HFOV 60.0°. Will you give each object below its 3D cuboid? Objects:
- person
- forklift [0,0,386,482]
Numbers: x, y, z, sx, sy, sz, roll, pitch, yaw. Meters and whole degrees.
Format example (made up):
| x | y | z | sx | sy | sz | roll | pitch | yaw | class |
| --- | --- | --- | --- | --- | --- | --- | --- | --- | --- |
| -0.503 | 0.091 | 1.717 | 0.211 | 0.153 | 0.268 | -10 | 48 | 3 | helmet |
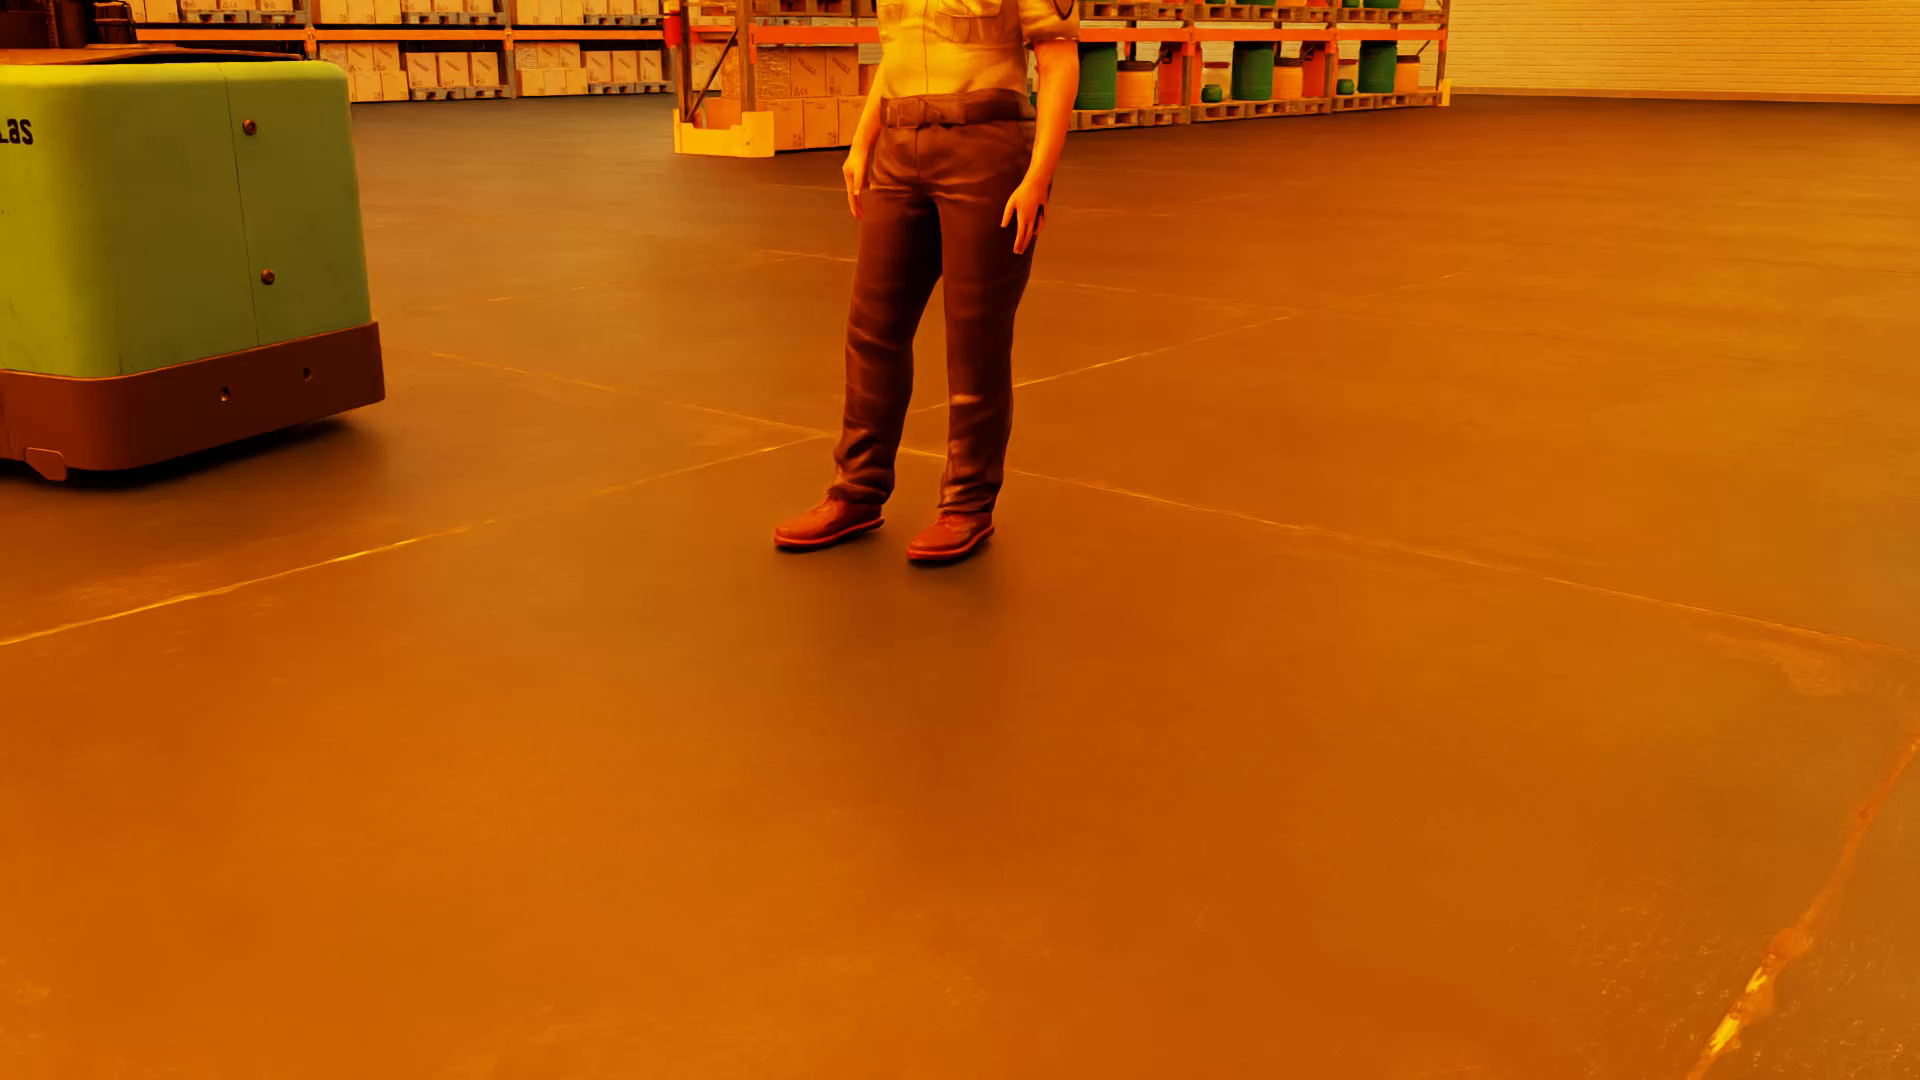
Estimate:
| x | y | z | sx | sy | sz | roll | pitch | yaw | class |
| --- | --- | --- | --- | --- | --- | --- | --- | --- | --- |
| -0.075 | -0.773 | 3.650 | 0.598 | 1.638 | 0.502 | 13 | 21 | 37 | person |
| -3.337 | -1.815 | 4.876 | 3.031 | 2.935 | 1.130 | 7 | 18 | 22 | forklift |
